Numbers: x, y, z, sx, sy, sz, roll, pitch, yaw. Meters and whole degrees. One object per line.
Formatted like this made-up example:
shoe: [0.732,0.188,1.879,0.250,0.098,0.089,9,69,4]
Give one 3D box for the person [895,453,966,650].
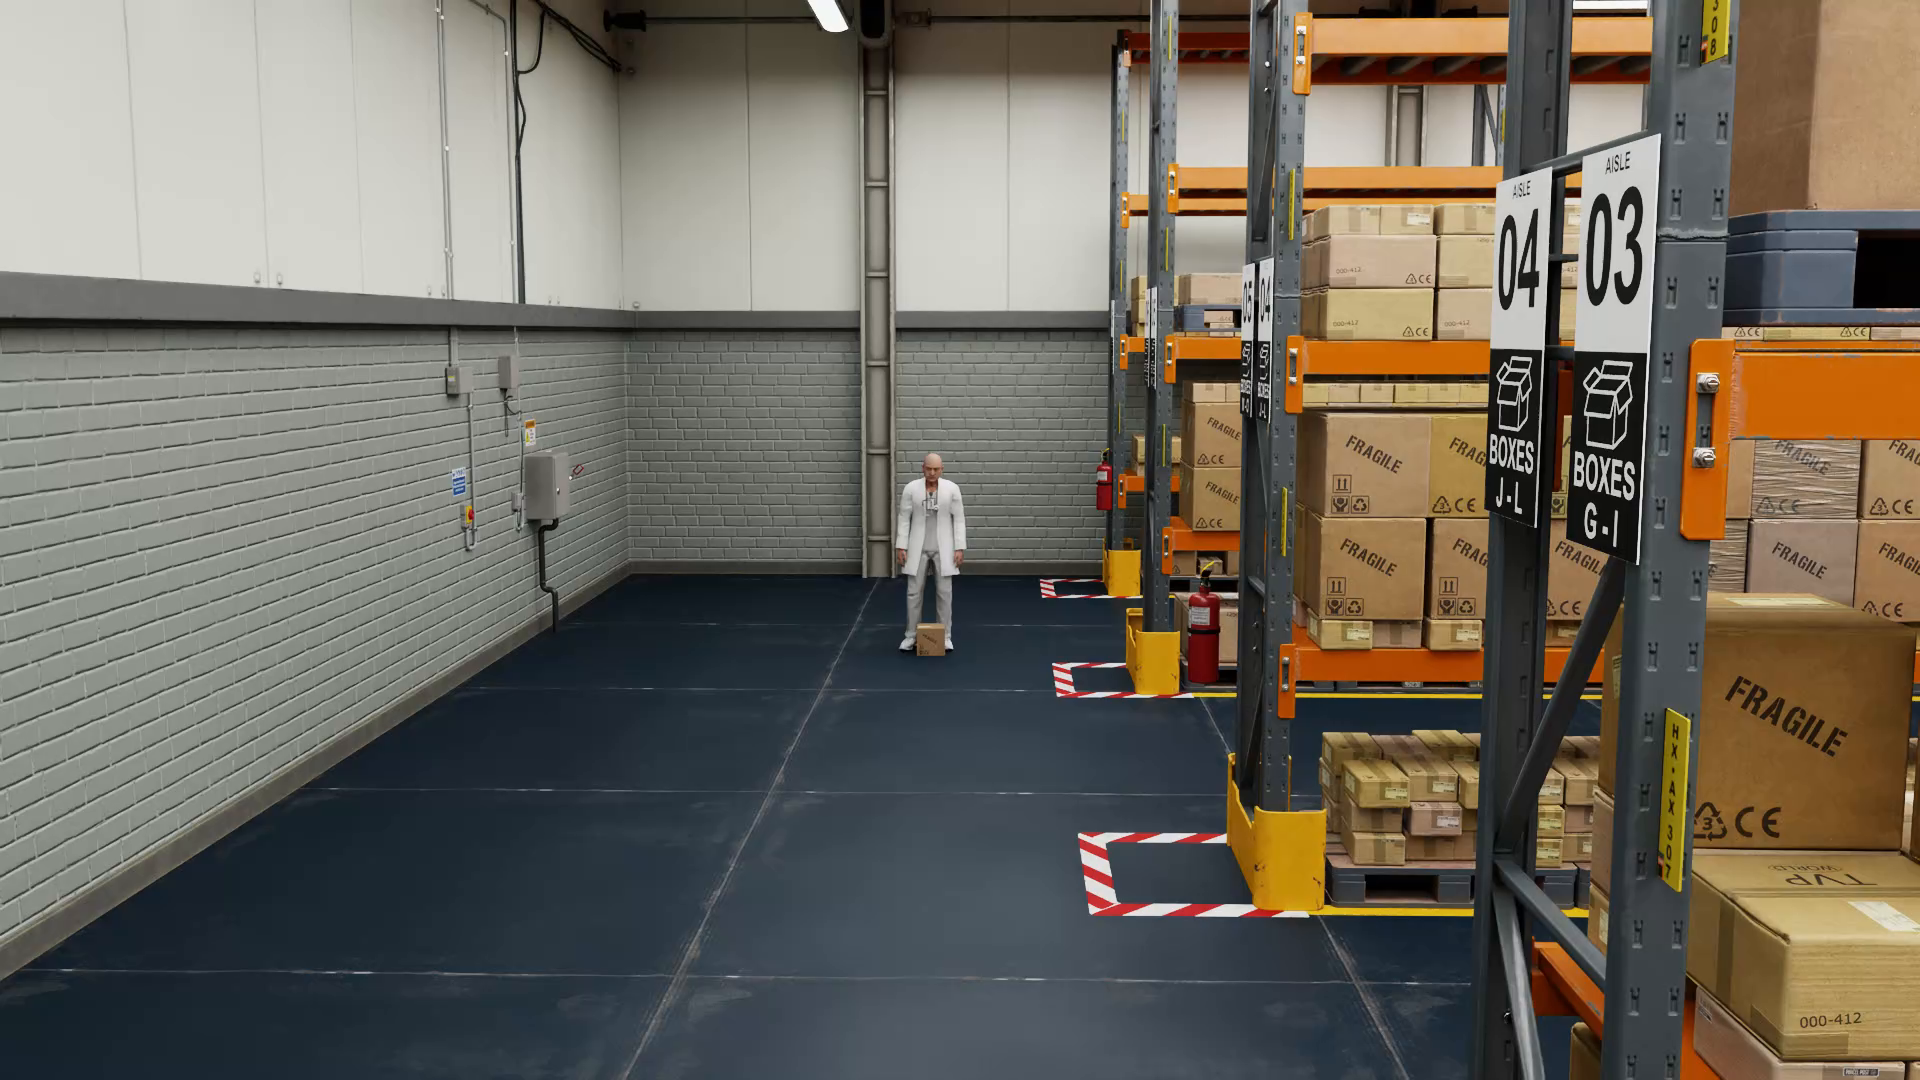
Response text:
person: [-0.264,0.102,15.006,0.643,1.773,0.427,0,7,1]
